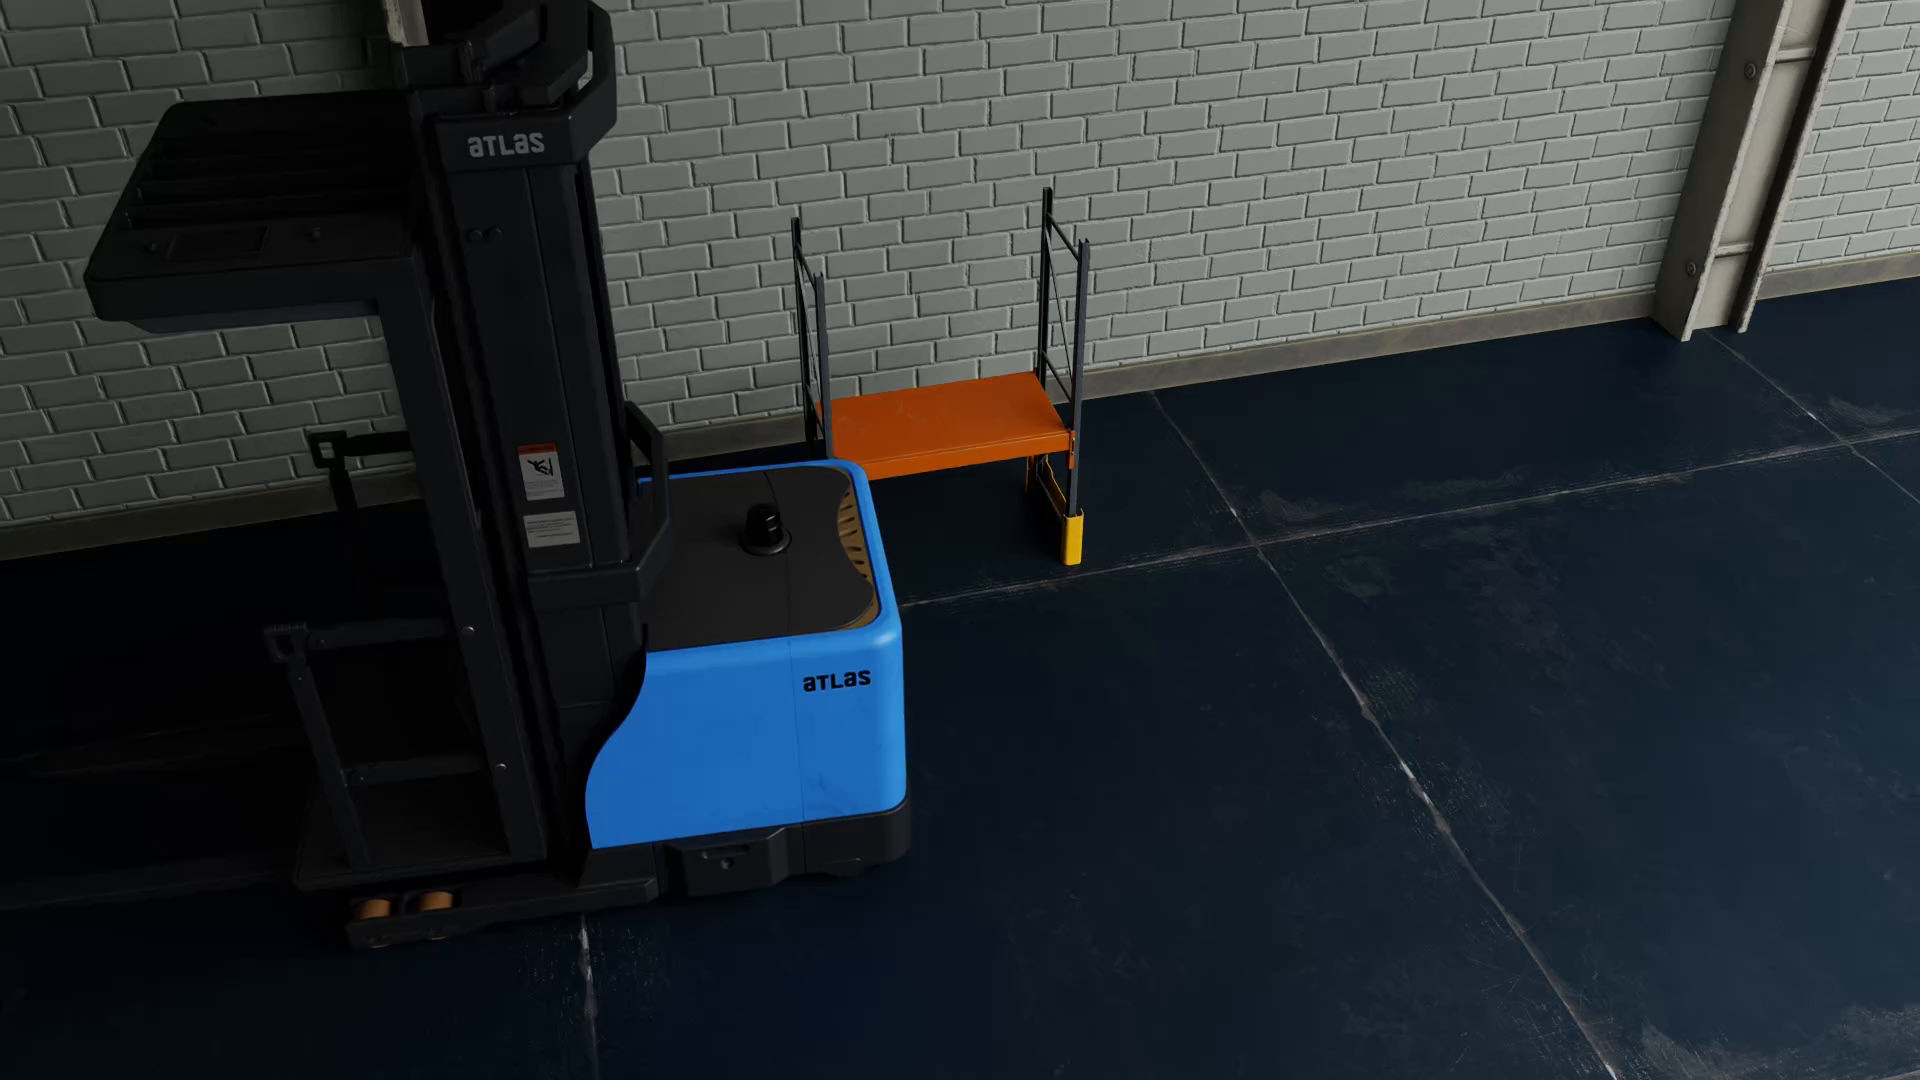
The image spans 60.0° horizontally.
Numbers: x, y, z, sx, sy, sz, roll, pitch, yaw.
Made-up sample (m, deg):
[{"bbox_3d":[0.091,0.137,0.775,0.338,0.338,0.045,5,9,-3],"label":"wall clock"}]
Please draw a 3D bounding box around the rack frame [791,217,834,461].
[{"bbox_3d":[-0.573,-0.502,6.671,0.032,1.500,0.500,-9,38,-12],"label":"rack frame"}]

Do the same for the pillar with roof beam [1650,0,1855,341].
[{"bbox_3d":[4.997,-2.197,2.715,0.400,9.000,9.100,-9,38,-12],"label":"pillar with roof beam"}]

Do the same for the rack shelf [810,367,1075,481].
[{"bbox_3d":[-0.082,-0.439,6.886,1.000,0.185,0.538,-9,38,-12],"label":"rack shelf"}]

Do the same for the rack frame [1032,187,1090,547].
[{"bbox_3d":[0.408,-0.663,6.882,0.032,1.500,0.500,-9,38,-12],"label":"rack frame"}]

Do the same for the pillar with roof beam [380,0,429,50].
[{"bbox_3d":[-0.796,-1.246,1.473,0.400,9.000,9.100,-9,38,-12],"label":"pillar with roof beam"}]

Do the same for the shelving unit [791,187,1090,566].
[{"bbox_3d":[-0.074,-0.584,6.779,1.083,1.500,0.587,-9,38,-12],"label":"shelving unit"}]

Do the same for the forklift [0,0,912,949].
[{"bbox_3d":[-1.734,-0.167,5.055,3.031,2.935,1.130,-6,38,-8],"label":"forklift"}]

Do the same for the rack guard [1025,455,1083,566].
[{"bbox_3d":[0.407,-0.166,7.261,0.087,0.250,0.587,-9,38,-12],"label":"rack guard"}]
